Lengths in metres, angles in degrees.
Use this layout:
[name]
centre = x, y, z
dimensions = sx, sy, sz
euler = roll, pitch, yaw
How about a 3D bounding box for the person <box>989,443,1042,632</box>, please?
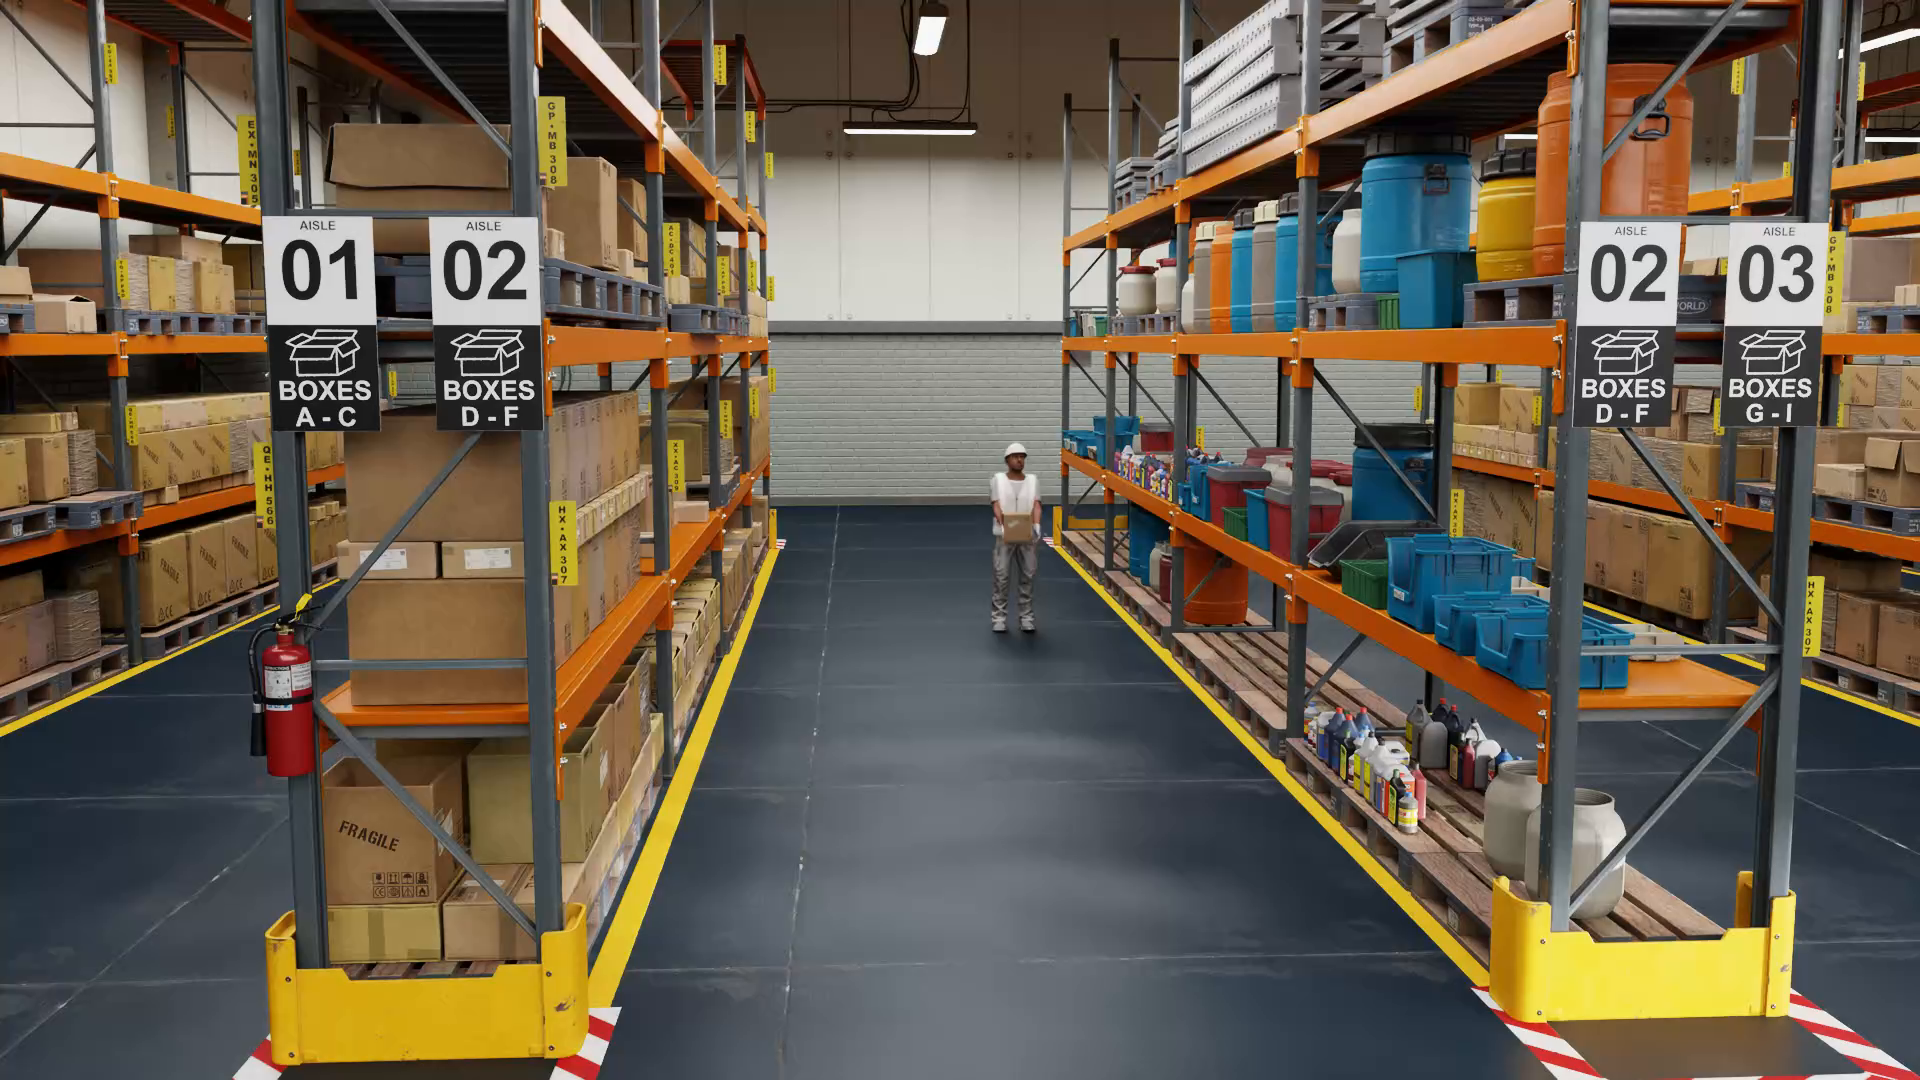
[person]
centre = 0.545, -0.017, 15.789
dimensions = 0.502, 1.787, 0.569
euler = -1, 7, -12
